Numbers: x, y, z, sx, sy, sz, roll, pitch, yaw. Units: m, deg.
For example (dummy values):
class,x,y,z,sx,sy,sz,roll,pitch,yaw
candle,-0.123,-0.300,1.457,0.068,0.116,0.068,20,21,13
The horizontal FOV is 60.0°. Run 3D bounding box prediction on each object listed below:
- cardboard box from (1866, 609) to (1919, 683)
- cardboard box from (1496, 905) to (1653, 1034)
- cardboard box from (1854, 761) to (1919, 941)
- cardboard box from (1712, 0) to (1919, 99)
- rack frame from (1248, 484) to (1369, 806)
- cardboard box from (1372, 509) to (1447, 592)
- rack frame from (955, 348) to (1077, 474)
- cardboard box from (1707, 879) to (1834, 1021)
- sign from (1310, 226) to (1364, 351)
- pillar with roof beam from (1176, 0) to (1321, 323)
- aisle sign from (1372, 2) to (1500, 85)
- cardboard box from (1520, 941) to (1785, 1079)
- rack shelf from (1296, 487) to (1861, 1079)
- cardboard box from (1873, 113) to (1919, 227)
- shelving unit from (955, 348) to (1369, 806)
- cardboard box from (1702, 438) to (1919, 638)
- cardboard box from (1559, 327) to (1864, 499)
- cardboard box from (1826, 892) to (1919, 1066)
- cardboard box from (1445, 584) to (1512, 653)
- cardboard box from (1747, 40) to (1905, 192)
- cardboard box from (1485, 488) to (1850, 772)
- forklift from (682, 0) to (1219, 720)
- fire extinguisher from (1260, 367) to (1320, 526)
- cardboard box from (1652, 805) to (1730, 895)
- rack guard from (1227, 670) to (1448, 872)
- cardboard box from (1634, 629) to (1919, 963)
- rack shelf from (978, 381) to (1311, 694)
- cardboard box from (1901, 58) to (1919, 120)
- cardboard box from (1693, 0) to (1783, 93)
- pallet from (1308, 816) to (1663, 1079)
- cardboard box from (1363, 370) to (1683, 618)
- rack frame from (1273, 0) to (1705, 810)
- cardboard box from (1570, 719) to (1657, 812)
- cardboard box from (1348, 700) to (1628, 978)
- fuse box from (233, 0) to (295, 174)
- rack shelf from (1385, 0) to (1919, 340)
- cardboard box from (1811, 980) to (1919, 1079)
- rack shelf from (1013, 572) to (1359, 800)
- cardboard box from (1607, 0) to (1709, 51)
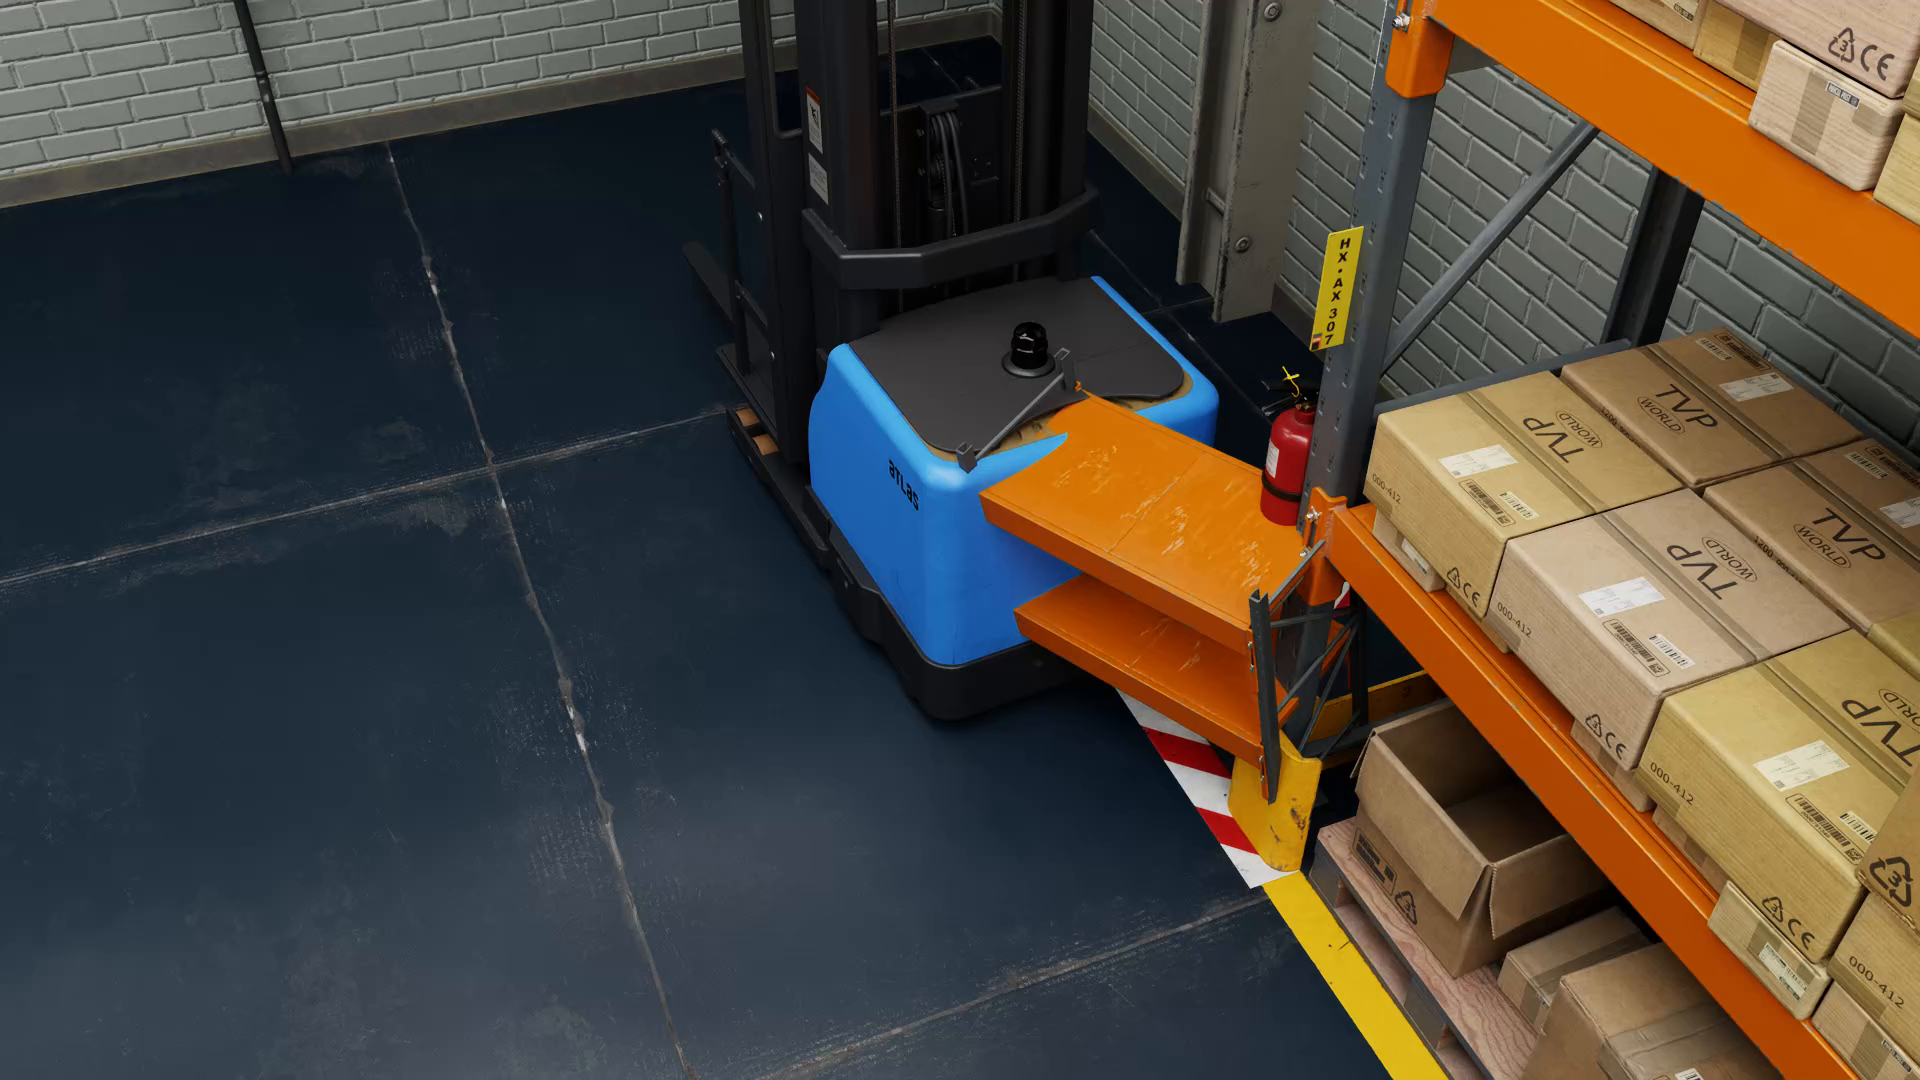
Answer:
class,x,y,z,sx,sy,sz,roll,pitch,yaw
cardboard box,2.207,0.360,3.418,0.500,0.250,0.500,-14,43,-16
cardboard box,1.678,1.174,4.449,0.380,0.149,0.250,-17,43,-19
cardboard box,1.904,0.498,2.682,0.500,0.500,0.500,-14,43,-16
cardboard box,1.535,-0.962,2.655,0.500,0.250,0.500,-14,43,-16
rack frame,1.014,0.361,4.752,0.032,1.125,0.500,28,61,33
cardboard box,1.277,-0.044,4.193,0.380,0.149,0.250,-15,43,-17
rack frame,0.264,-0.044,5.305,0.032,1.125,0.500,28,61,33
cardboard box,1.724,0.744,3.276,0.380,0.149,0.250,-16,43,-18
sign,0.903,-0.598,3.981,0.100,0.325,0.005,-15,43,-17
pillar with roof beam,-2.772,-3.455,3.367,9.100,9.000,0.400,-15,43,-17
aisle sign,1.107,-1.359,3.536,0.394,0.787,0.004,-15,43,-17
cardboard box,1.842,1.300,4.033,0.700,0.500,0.500,-13,42,-15
rack shelf,2.170,1.072,3.255,1.077,0.370,4.000,-15,43,-17
cardboard box,1.626,-0.556,2.488,0.380,0.149,0.250,-15,43,-17
shelving unit,0.639,0.159,5.029,1.048,1.125,0.538,28,61,33
cardboard box,2.022,0.060,3.766,0.500,0.250,0.500,-15,43,-17
cardboard box,1.826,-0.251,4.128,0.500,0.250,0.500,-14,43,-16
cardboard box,1.935,0.790,2.918,0.500,0.250,0.500,-16,43,-18
cardboard box,1.417,0.098,4.028,0.380,0.149,0.250,-14,43,-16
cardboard box,1.519,-0.712,2.669,0.380,0.149,0.250,-14,43,-16
cardboard box,1.523,0.183,3.624,0.500,0.250,0.500,-15,43,-16
forklift,-0.277,-1.479,5.722,1.130,2.935,3.031,-18,44,-20
fire extinguisher,0.921,-0.208,4.537,0.296,0.674,0.183,-15,43,-17
cardboard box,1.697,0.573,3.475,0.380,0.149,0.250,-14,43,-16
rack guard,1.434,0.588,5.183,1.175,0.500,0.348,-15,43,-17
cardboard box,1.720,0.487,3.270,0.500,0.250,0.500,-16,43,-18
rack shelf,0.584,-0.033,4.814,1.000,0.278,0.538,28,61,33
cardboard box,1.720,-0.651,2.293,0.500,0.250,0.500,-16,43,-18
cardboard box,1.519,-0.888,2.874,0.380,0.149,0.250,-15,43,-17
pallet,1.740,1.178,4.719,1.003,0.211,1.213,-15,43,-17
cardboard box,1.329,-0.121,3.977,0.500,0.250,0.500,-15,43,-17
rack frame,1.405,-0.406,4.421,1.000,3.000,0.127,-15,43,-17
cardboard box,1.590,0.415,3.660,0.380,0.149,0.250,-14,43,-16
cardboard box,1.551,0.774,4.642,0.797,0.503,0.637,-17,43,-19
fuse box,-3.362,-2.504,7.849,0.539,1.711,0.414,-15,43,-17
rack shelf,2.170,-0.065,2.277,1.077,0.370,4.000,-15,43,-17
cardboard box,1.844,0.898,3.098,0.380,0.149,0.250,-14,43,-16
rack shelf,0.684,0.319,5.208,1.000,0.278,0.538,28,61,33
cardboard box,1.436,-1.046,3.058,0.380,0.149,0.250,-14,43,-16
